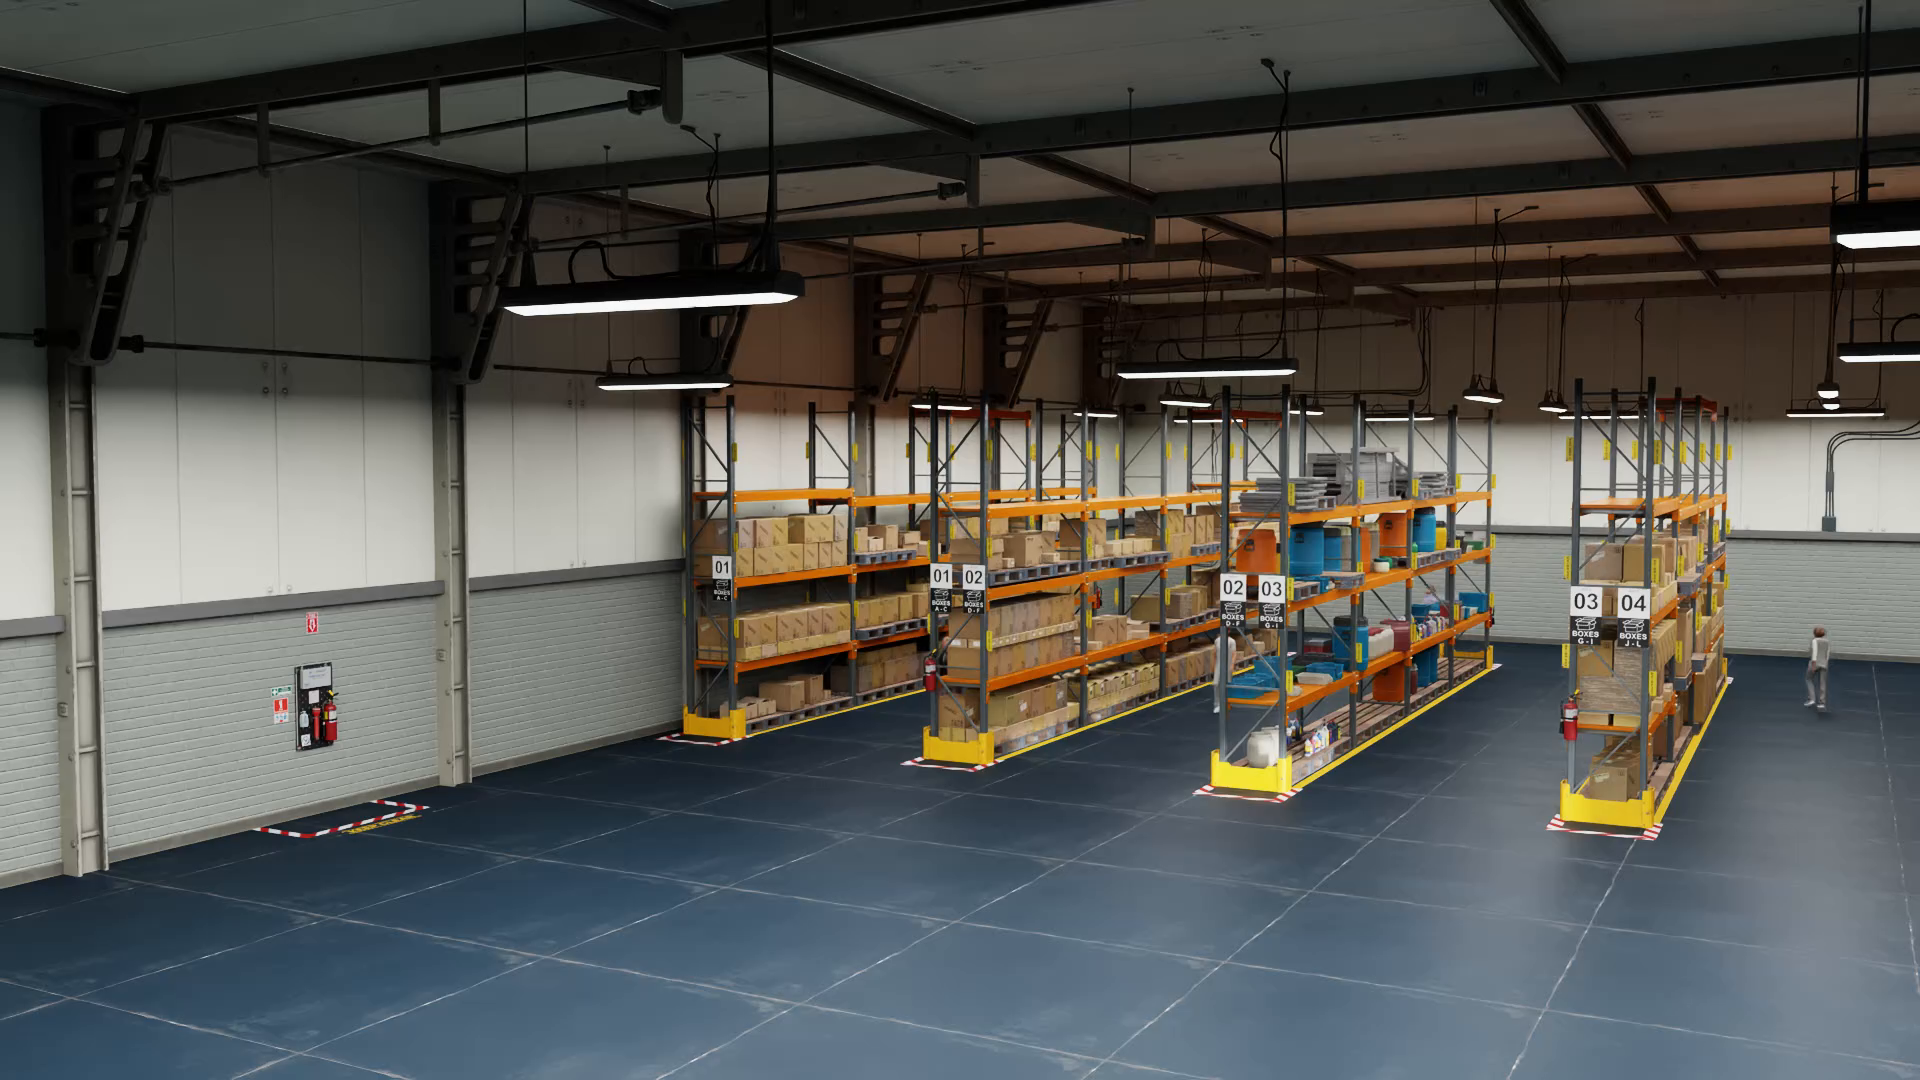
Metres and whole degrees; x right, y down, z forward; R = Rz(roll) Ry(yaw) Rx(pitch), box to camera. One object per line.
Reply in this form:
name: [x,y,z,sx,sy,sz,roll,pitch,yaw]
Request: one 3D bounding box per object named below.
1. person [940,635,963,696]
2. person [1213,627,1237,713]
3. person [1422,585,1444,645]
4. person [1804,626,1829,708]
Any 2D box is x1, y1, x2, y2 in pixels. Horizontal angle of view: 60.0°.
person: [-0.117,2.577,30.226,0.595,1.687,0.630,3,4,42]
person: [5.112,2.491,32.173,0.481,1.721,0.537,2,3,29]
person: [12.074,1.990,42.566,0.877,1.515,0.466,0,3,0]
person: [16.829,2.491,32.528,0.412,1.585,0.565,0,3,7]
